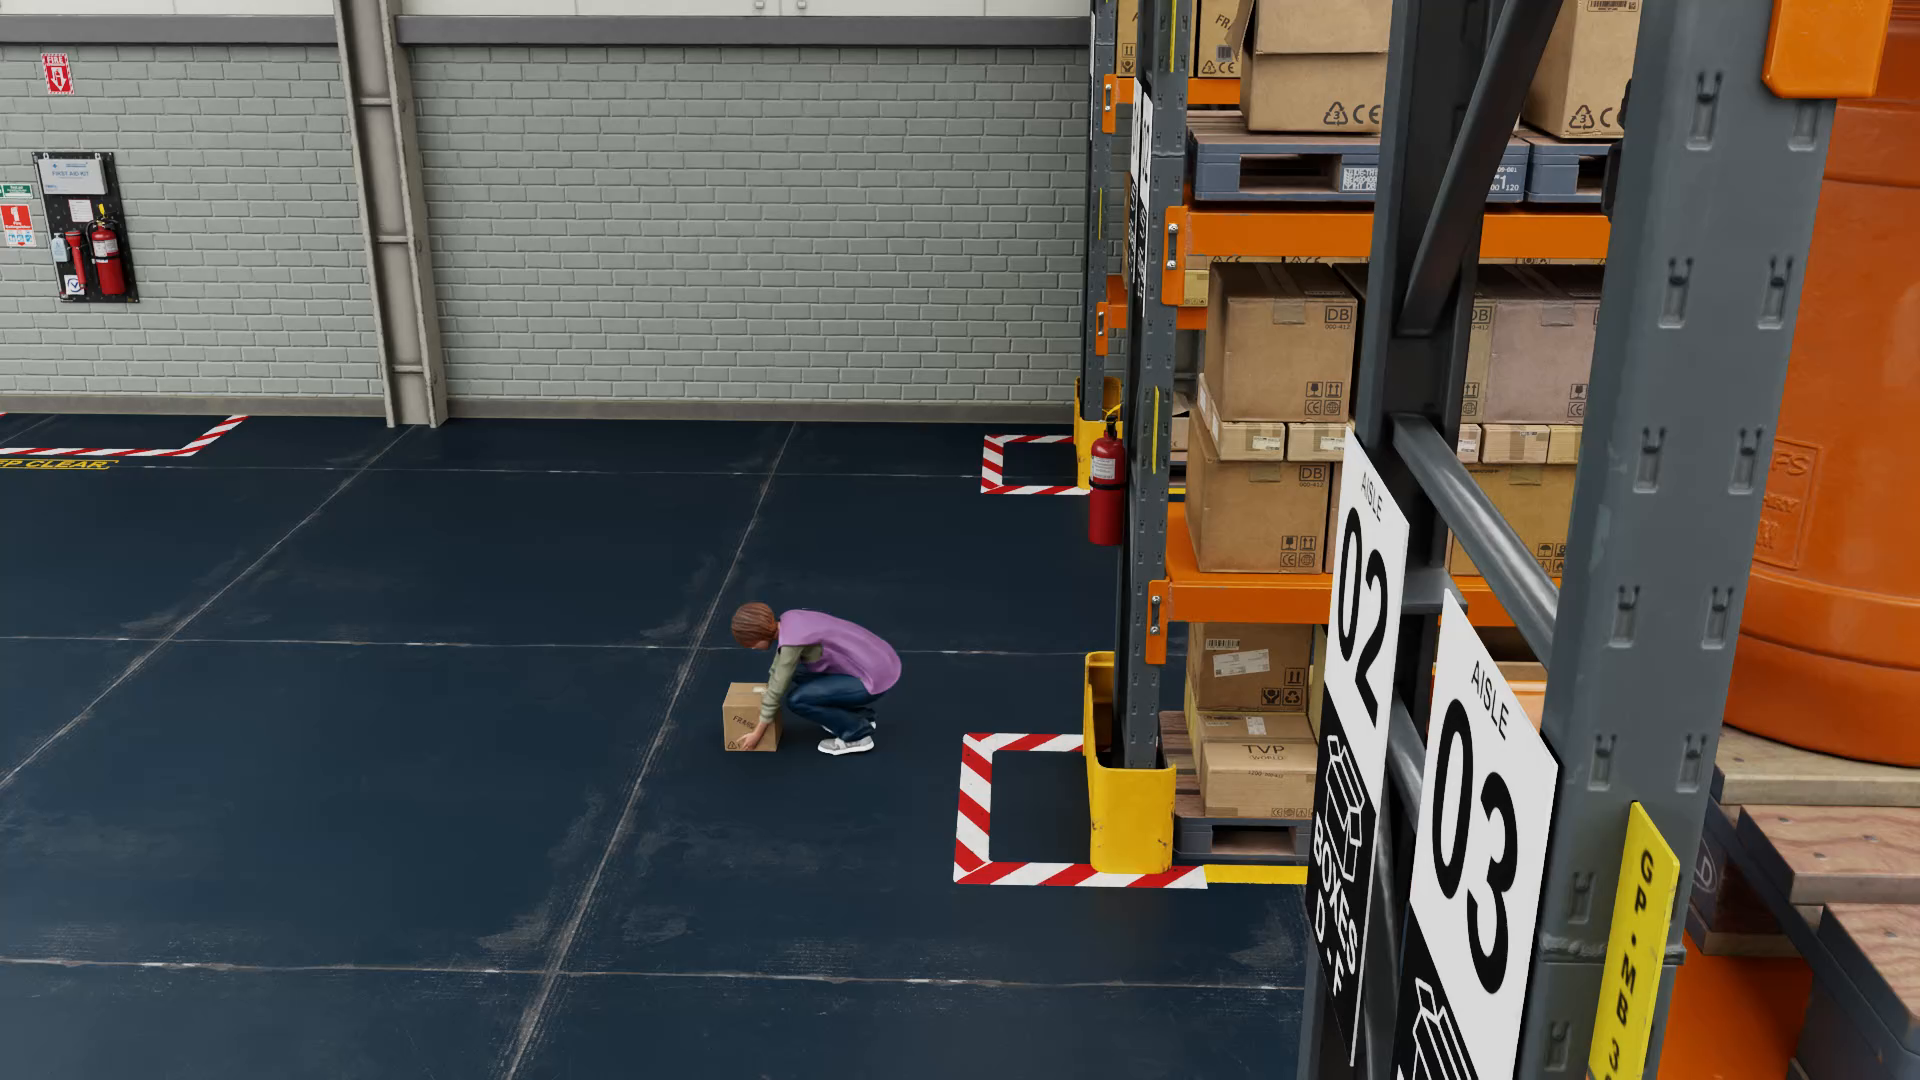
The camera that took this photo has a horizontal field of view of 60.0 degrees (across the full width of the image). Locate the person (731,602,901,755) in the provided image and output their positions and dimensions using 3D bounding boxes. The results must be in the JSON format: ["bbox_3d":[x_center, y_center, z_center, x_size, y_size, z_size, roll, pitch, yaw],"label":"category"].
[{"bbox_3d":[-0.690,0.653,8.104,0.808,0.769,0.437,1,21,2],"label":"person"}]
